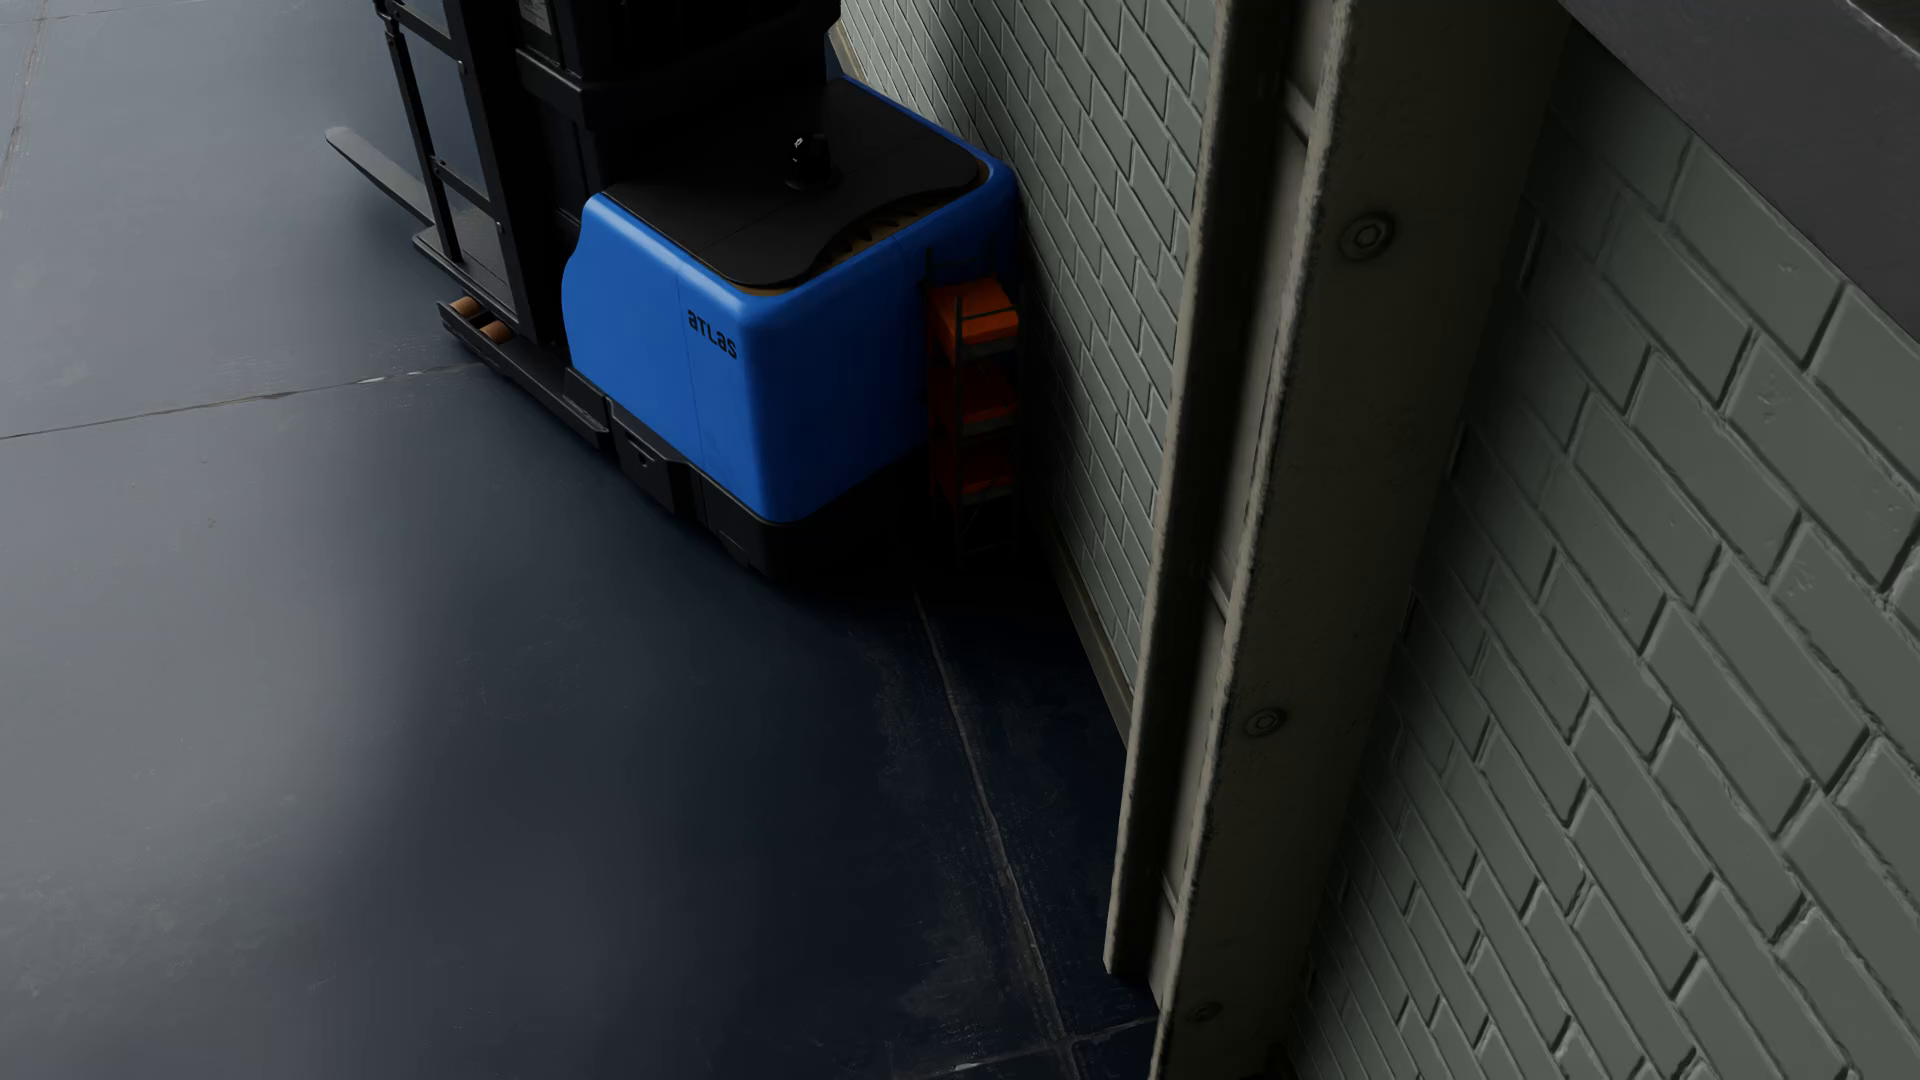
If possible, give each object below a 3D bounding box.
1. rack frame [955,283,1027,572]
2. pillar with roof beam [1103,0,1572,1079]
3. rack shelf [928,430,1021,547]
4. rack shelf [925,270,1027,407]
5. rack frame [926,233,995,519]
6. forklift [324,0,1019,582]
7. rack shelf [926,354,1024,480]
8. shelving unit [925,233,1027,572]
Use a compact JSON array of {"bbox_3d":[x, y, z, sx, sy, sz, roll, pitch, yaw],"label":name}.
[{"bbox_3d":[0.083,-0.295,4.804,0.200,1.050,0.008,-14,47,-14],"label":"rack frame"},{"bbox_3d":[-3.601,-1.199,0.124,9.100,9.000,0.400,-11,47,-10],"label":"pillar with roof beam"},{"bbox_3d":[0.042,-0.175,5.091,0.215,0.259,0.240,-14,47,-14],"label":"rack shelf"},{"bbox_3d":[0.042,-0.569,4.690,0.215,0.259,0.240,-14,47,-14],"label":"rack shelf"},{"bbox_3d":[0.001,-0.459,4.965,0.200,1.050,0.008,-14,47,-14],"label":"rack frame"},{"bbox_3d":[-1.195,-1.853,5.014,1.130,2.935,3.031,-35,55,-29],"label":"forklift"},{"bbox_3d":[0.042,-0.370,4.892,0.215,0.259,0.240,-14,47,-14],"label":"rack shelf"},{"bbox_3d":[0.042,-0.377,4.885,0.215,1.050,0.252,-14,47,-14],"label":"shelving unit"}]
